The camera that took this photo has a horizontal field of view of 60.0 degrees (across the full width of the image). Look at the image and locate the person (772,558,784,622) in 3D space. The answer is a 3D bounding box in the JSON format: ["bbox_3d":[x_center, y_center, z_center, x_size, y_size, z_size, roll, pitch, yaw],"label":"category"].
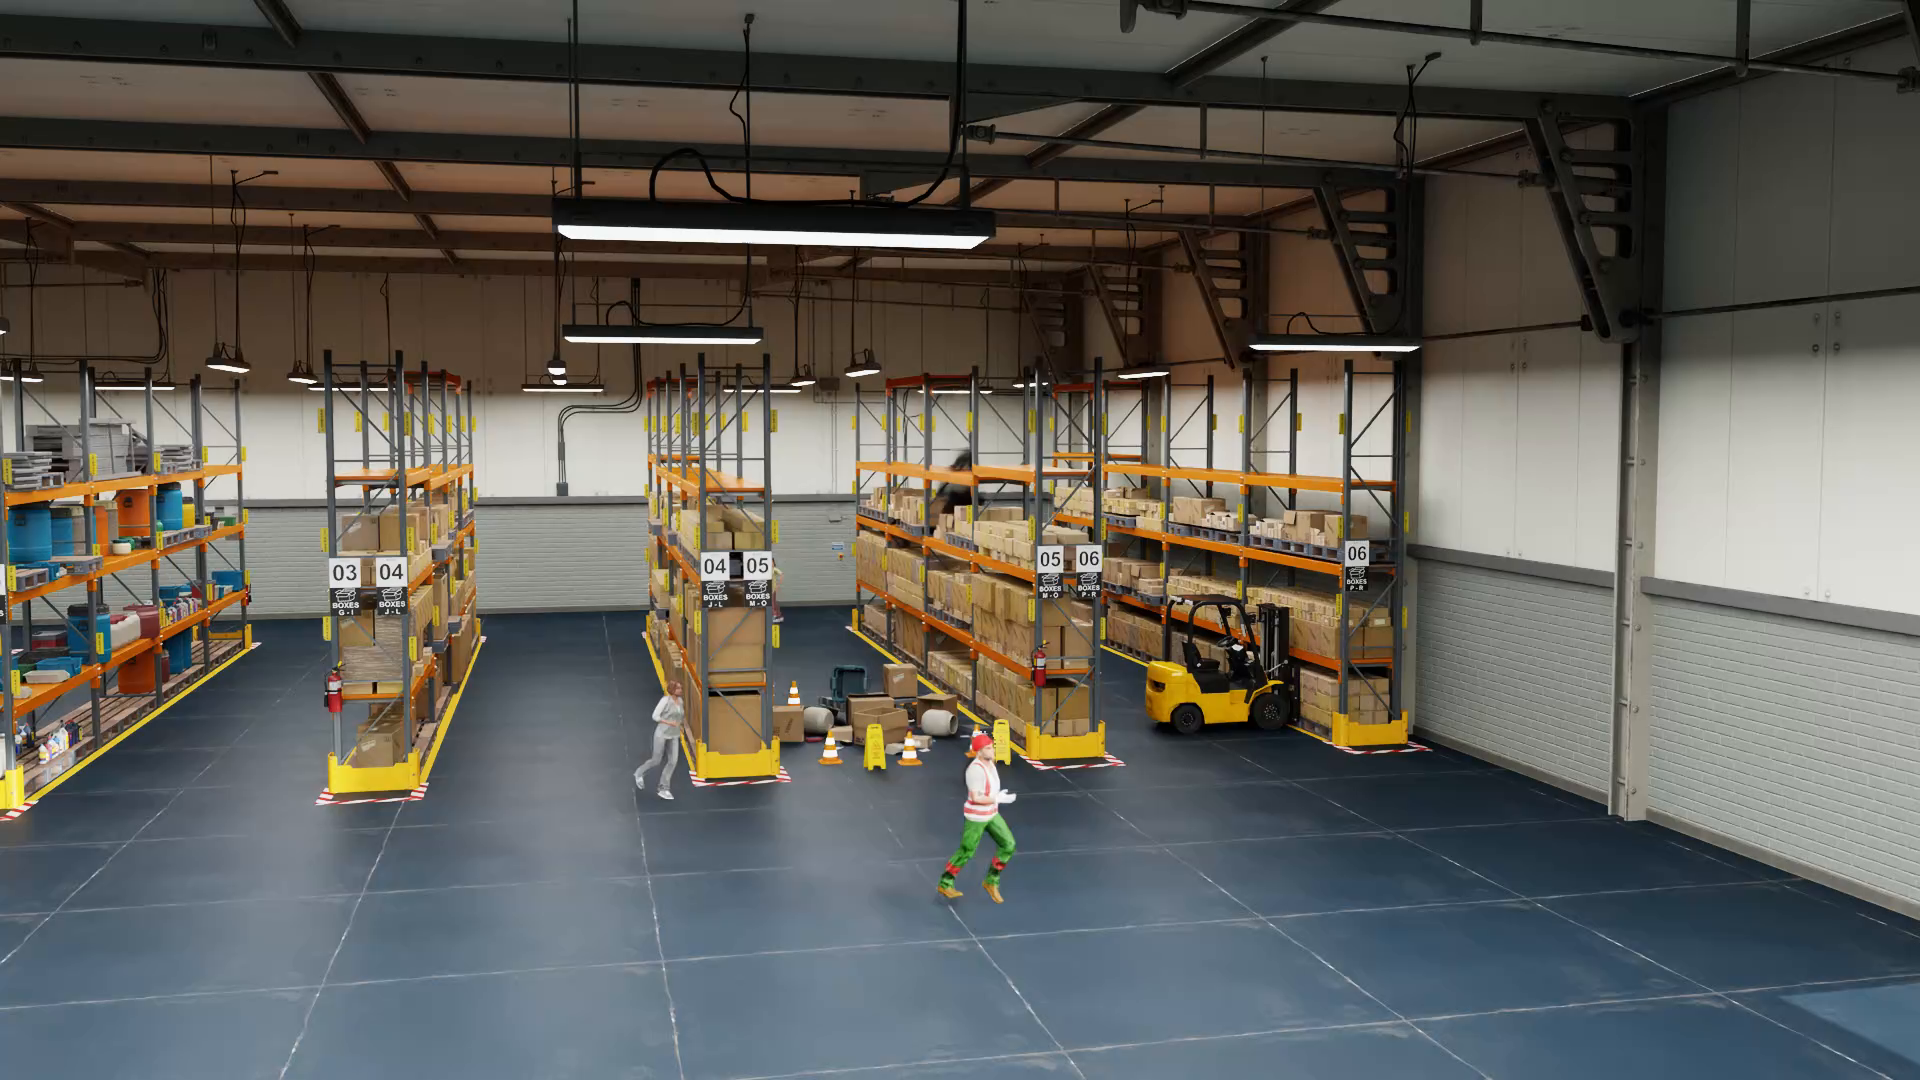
[{"bbox_3d":[-4.751,1.264,41.871,0.672,1.652,0.546,-2,4,-26],"label":"person"}]

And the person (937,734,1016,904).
[{"bbox_3d":[0.223,2.901,17.337,0.898,1.794,0.673,2,5,29],"label":"person"}]

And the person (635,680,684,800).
[{"bbox_3d":[-3.965,2.676,22.492,0.833,1.531,0.579,4,5,43],"label":"person"}]
